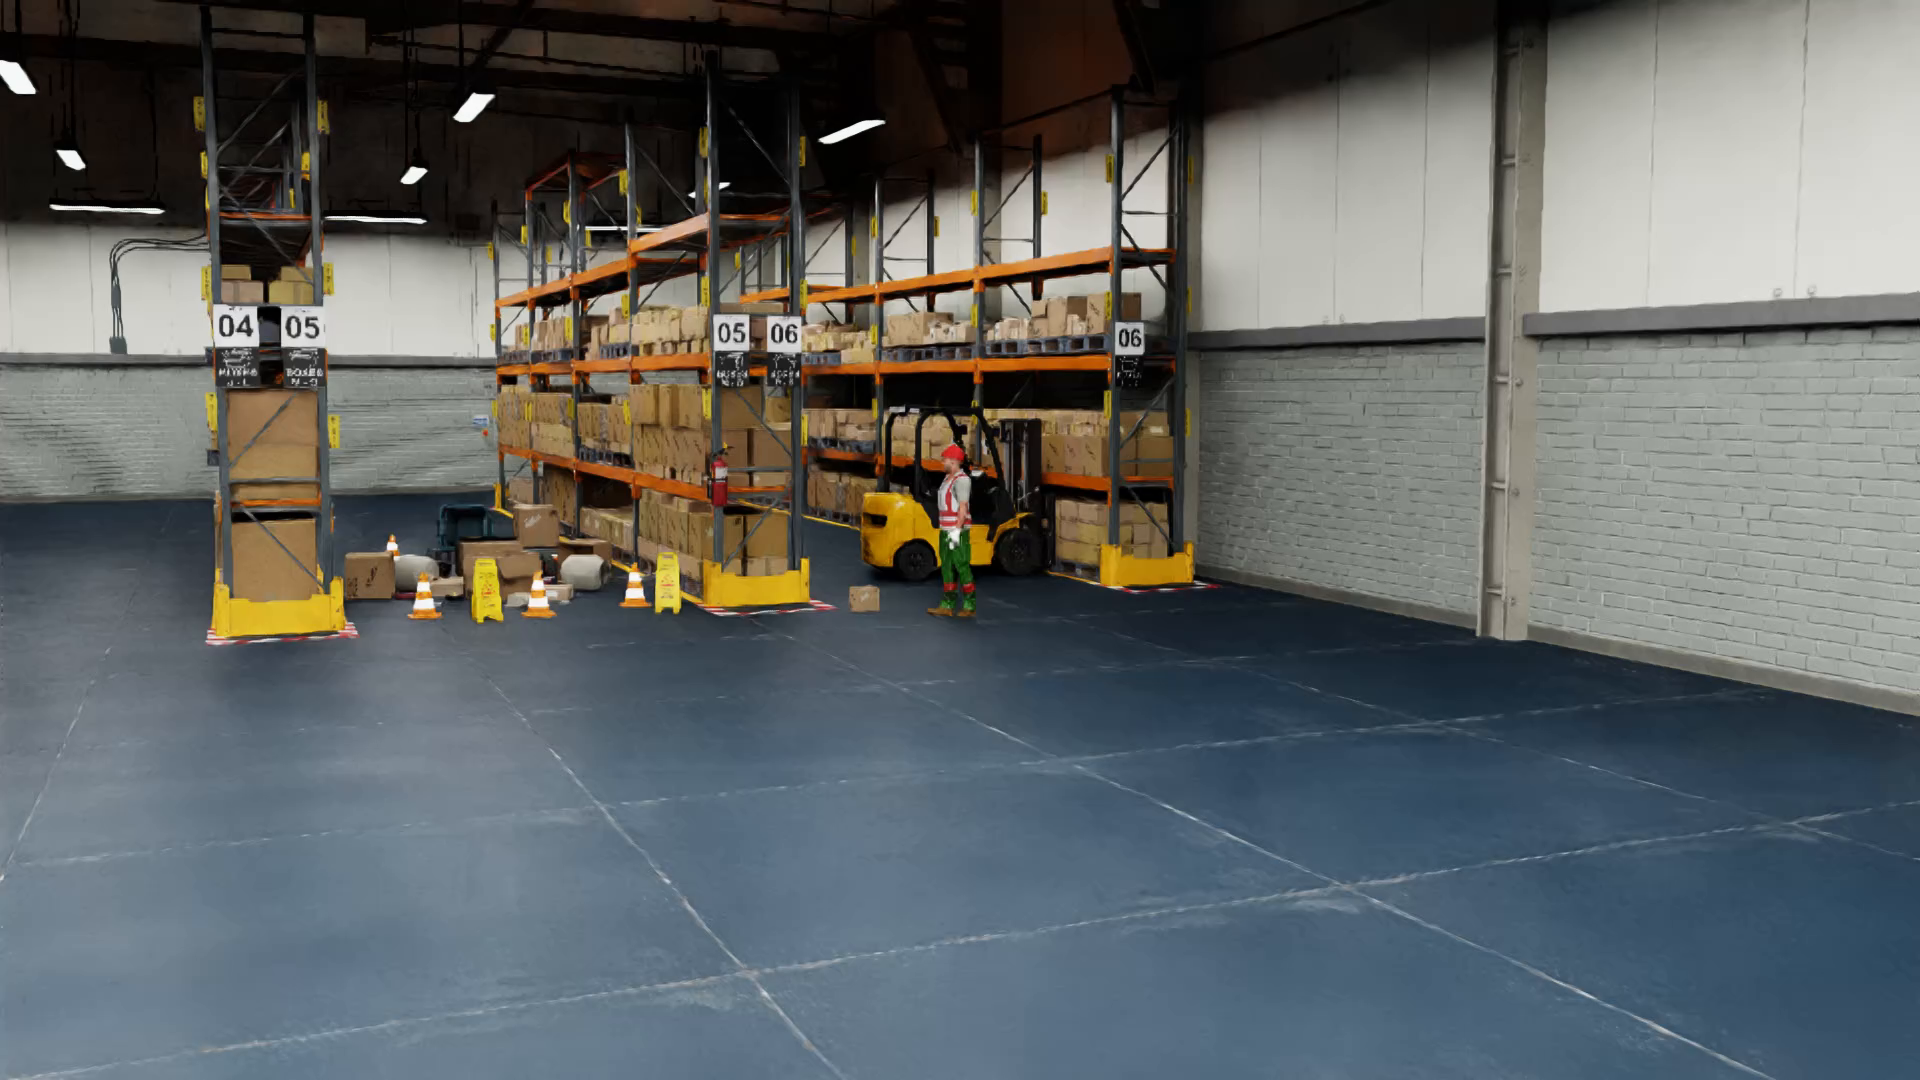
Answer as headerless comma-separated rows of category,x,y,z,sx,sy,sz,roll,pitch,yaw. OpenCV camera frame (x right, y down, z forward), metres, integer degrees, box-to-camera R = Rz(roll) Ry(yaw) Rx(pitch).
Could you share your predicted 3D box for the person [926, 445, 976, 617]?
person,-0.074,-0.091,17.336,0.485,1.795,0.605,-2,6,-24
